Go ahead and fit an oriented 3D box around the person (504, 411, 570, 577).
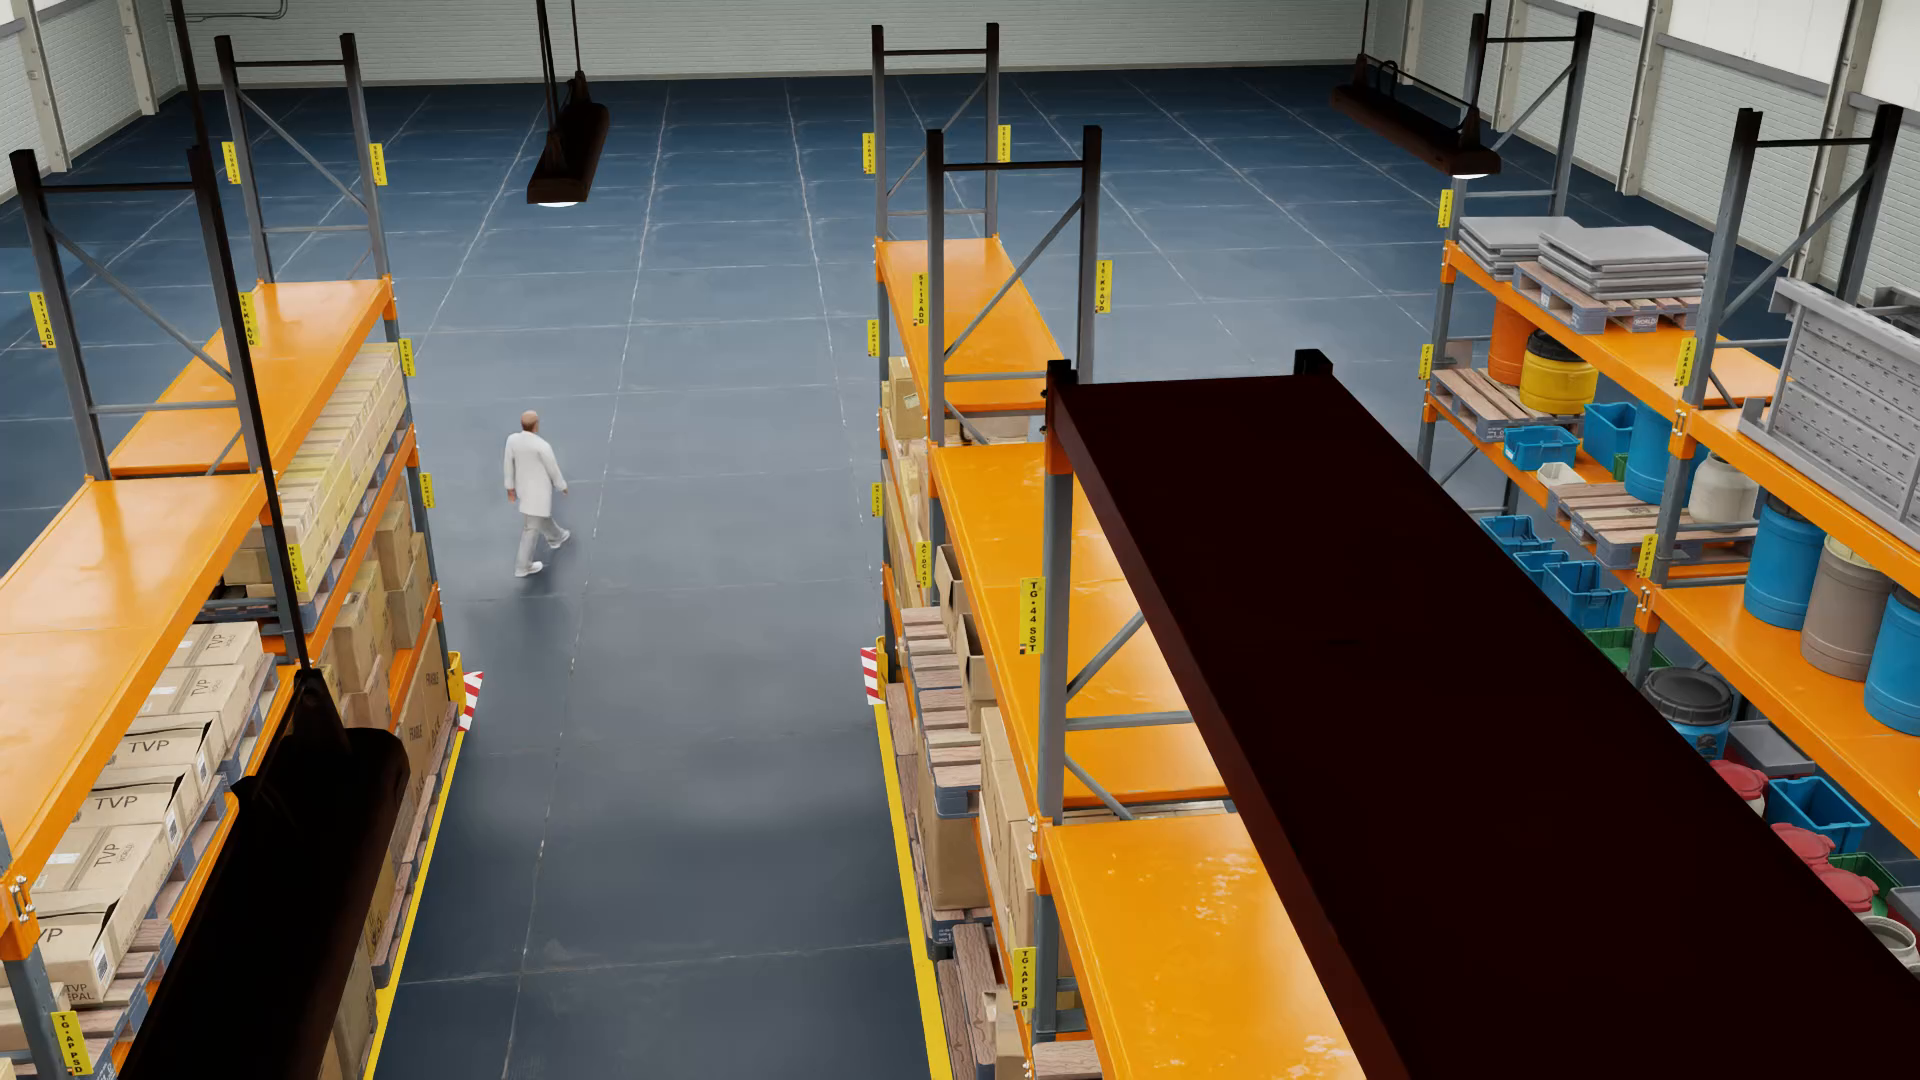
[{"bbox_3d":[-4.448,-0.565,17.617,0.611,1.735,1.061,15,30,29],"label":"person"}]
